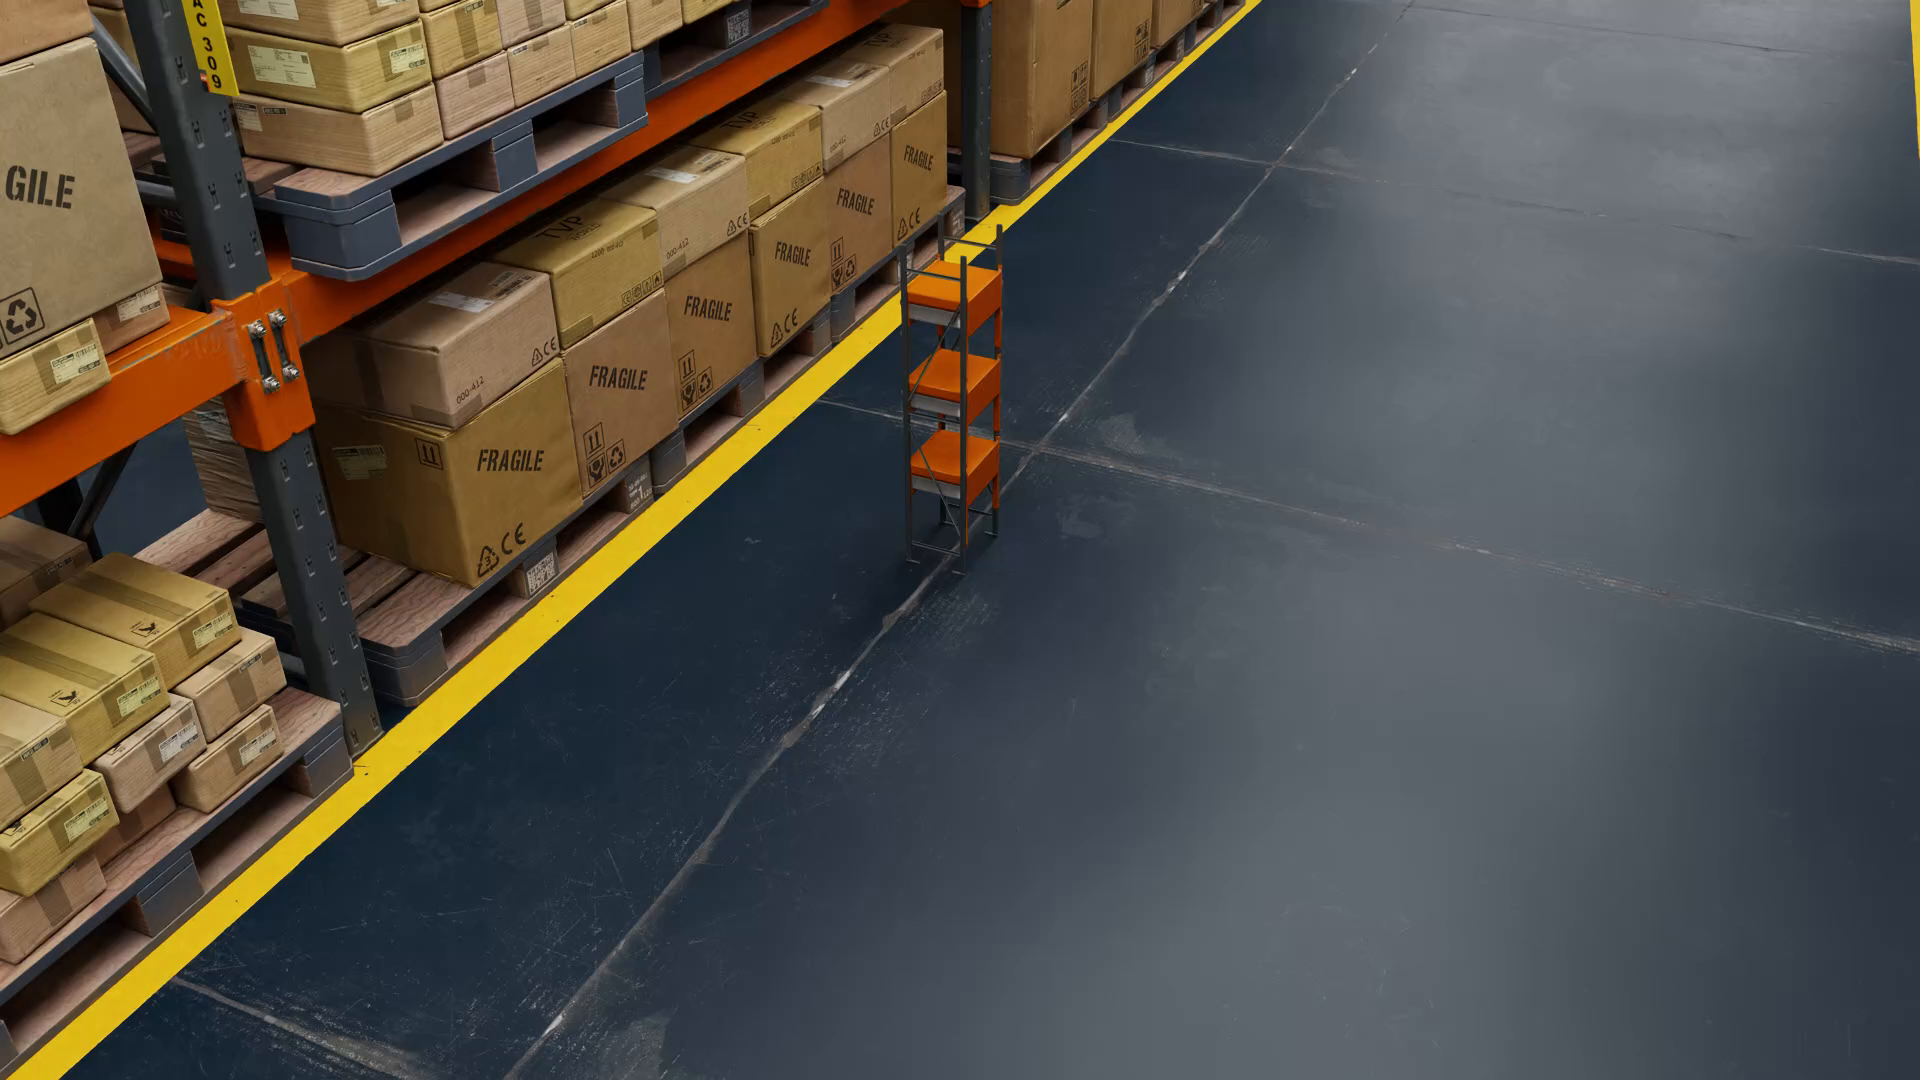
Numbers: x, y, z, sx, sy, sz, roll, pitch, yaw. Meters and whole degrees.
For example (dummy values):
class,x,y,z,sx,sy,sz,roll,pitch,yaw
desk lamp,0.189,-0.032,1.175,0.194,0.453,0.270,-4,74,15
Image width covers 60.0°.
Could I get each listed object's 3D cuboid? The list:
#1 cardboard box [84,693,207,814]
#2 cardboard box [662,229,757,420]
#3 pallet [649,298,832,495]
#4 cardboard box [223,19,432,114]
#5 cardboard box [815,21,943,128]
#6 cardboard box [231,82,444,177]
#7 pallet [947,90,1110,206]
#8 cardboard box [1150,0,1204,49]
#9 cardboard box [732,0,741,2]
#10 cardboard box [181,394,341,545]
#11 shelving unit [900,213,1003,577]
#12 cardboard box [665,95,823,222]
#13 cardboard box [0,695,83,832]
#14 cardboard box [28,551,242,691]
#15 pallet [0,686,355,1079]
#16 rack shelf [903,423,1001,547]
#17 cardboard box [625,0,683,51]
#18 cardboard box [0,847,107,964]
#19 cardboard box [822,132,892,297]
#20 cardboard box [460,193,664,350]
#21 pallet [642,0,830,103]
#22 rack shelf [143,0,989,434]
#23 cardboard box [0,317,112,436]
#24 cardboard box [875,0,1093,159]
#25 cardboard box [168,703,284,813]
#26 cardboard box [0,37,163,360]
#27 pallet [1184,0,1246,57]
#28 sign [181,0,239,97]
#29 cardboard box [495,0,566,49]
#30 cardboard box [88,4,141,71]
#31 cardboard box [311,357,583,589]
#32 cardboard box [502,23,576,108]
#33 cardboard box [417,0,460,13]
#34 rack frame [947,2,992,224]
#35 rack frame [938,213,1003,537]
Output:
class,x,y,z,sx,sy,sz,roll,pitch,yaw
cardboard box,-1.963,0.446,3.780,0.380,0.149,0.250,12,35,18
cardboard box,-1.041,-0.779,5.600,0.500,0.500,0.500,15,36,21
pallet,-1.185,-0.646,6.042,1.003,0.211,1.213,14,36,20
cardboard box,-1.436,-1.100,3.766,0.380,0.149,0.250,15,36,21
cardboard box,-0.393,-1.849,6.547,0.500,0.250,0.500,13,36,19
cardboard box,-1.436,-0.975,3.848,0.380,0.149,0.250,12,35,18
pallet,0.054,-2.015,8.131,1.003,0.211,1.213,14,36,20
cardboard box,0.744,-3.224,9.100,1.050,0.750,0.750,14,36,20
cardboard box,-0.786,-1.751,5.032,0.380,0.149,0.250,13,35,18
cardboard box,-1.937,-0.371,4.976,0.500,0.500,0.500,13,36,20
shelving unit,-0.022,-0.412,4.921,0.215,1.050,0.252,14,36,20
cardboard box,-0.821,-1.346,5.780,0.500,0.250,0.500,15,36,22
cardboard box,-2.099,0.453,3.498,0.380,0.149,0.250,14,36,20
cardboard box,-1.931,0.191,3.898,0.380,0.149,0.250,15,36,22
pallet,-2.267,0.695,3.998,1.003,0.211,1.213,14,36,20
rack shelf,-0.022,-0.171,5.080,0.215,0.259,0.240,14,36,20
cardboard box,-1.005,-1.490,4.633,0.380,0.149,0.250,13,35,18
cardboard box,-2.109,0.733,3.614,0.380,0.149,0.250,13,35,19
cardboard box,-0.603,-1.291,6.380,0.500,0.500,0.500,16,36,22
cardboard box,-1.249,-0.831,4.995,0.500,0.250,0.500,15,36,22
pallet,-1.136,-1.731,5.329,1.003,0.211,1.213,14,36,20
rack shelf,-1.182,-1.509,5.472,1.077,0.370,4.000,14,36,20
cardboard box,-1.934,-0.360,3.292,0.380,0.149,0.250,13,36,19
cardboard box,-0.008,-2.324,7.727,1.050,0.750,0.750,14,36,20
cardboard box,-1.873,0.476,4.005,0.380,0.149,0.250,15,36,21
cardboard box,-1.964,-0.674,3.181,0.500,0.500,0.500,14,36,21
pallet,1.074,-3.231,9.984,1.003,0.211,1.213,14,36,20
sign,-1.522,-1.055,3.334,0.100,0.325,0.005,14,36,20
cardboard box,-1.221,-1.358,4.160,0.380,0.149,0.250,15,36,22
cardboard box,-2.031,-1.252,3.999,0.380,0.149,0.250,15,36,22
cardboard box,-1.468,-0.251,4.795,0.500,0.500,0.500,16,36,22
cardboard box,-1.217,-1.238,4.249,0.380,0.149,0.250,14,36,21
cardboard box,-1.325,-1.364,3.899,0.380,0.149,0.250,15,36,22
rack frame,-0.345,-2.806,6.794,1.000,3.000,0.127,14,36,20
rack frame,0.029,-0.473,5.014,0.200,1.050,0.008,14,36,20
